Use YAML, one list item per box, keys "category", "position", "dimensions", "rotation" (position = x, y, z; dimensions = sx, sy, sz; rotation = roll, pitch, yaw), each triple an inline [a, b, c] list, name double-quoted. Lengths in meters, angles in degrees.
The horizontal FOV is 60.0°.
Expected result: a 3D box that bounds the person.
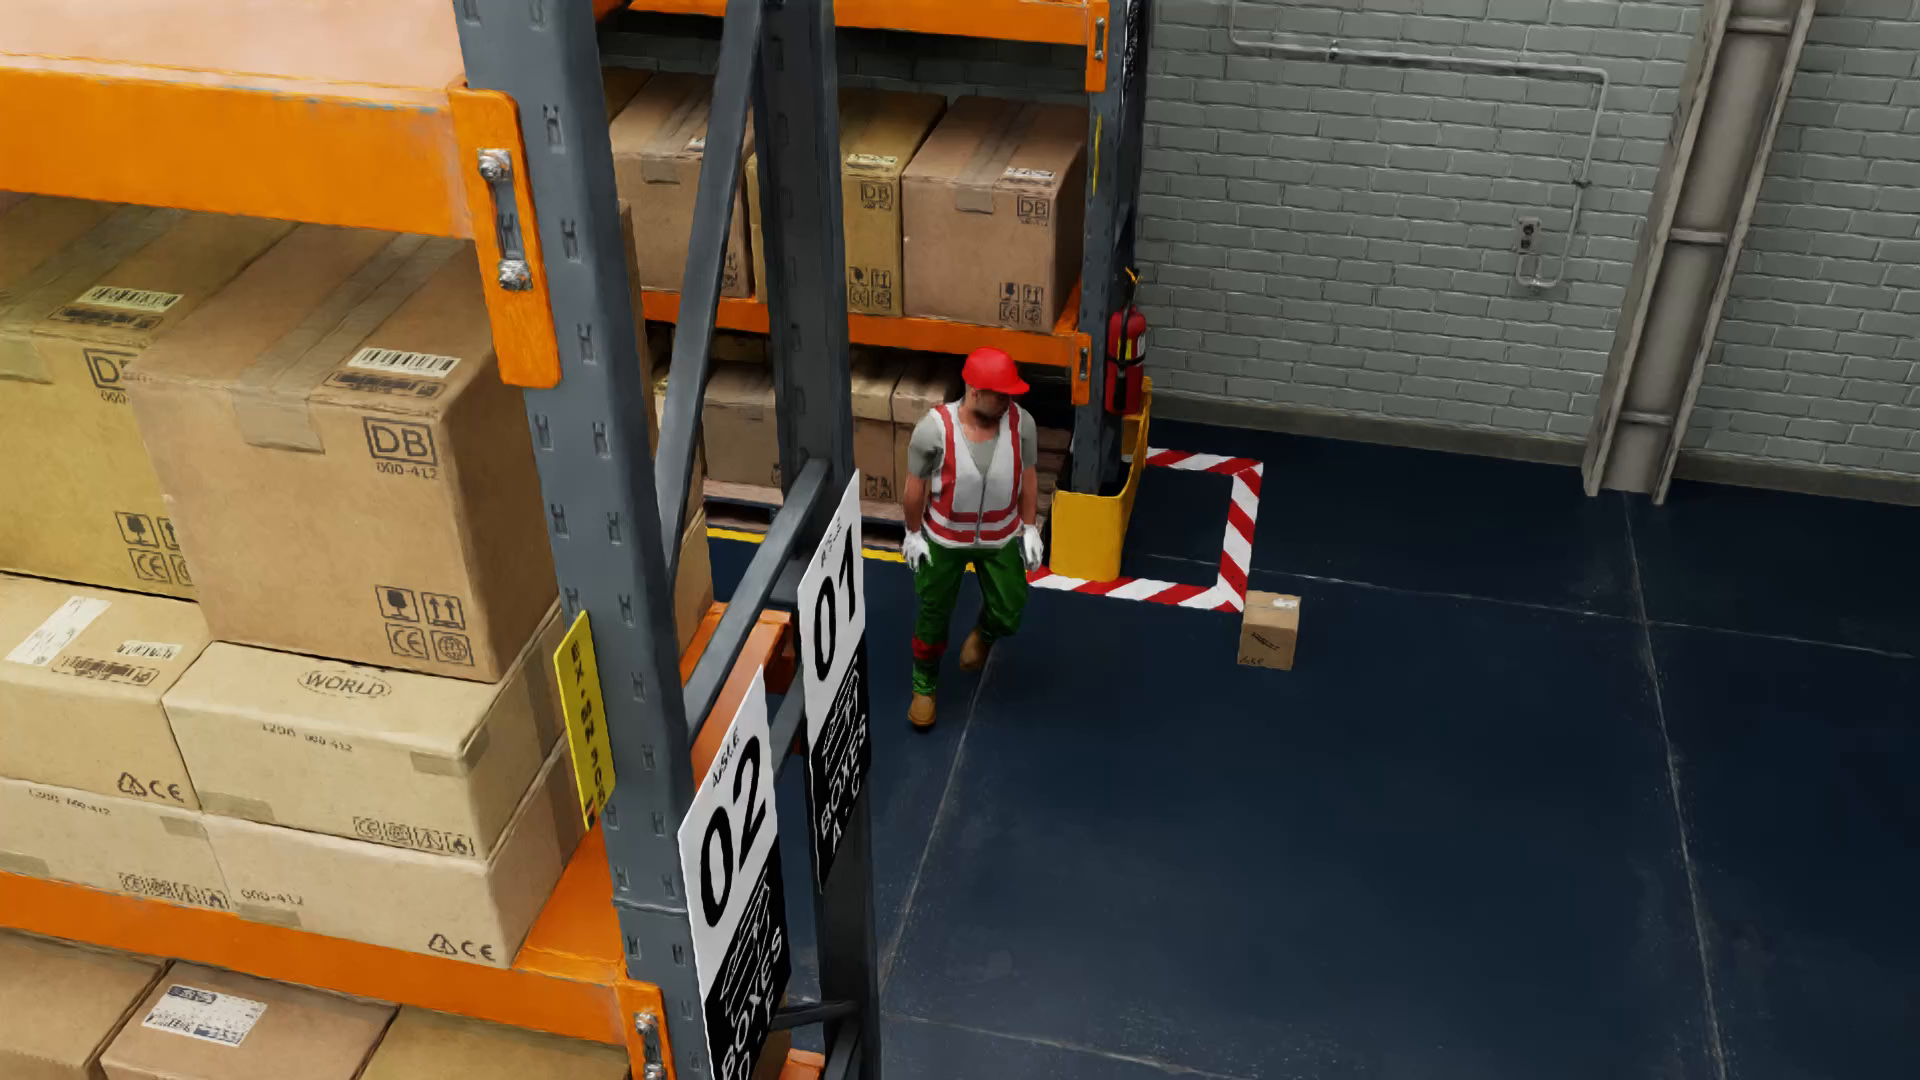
- category: "person"
  position: [0.039, -0.040, 6.996]
  dimensions: [0.607, 1.775, 0.532]
  rotation: [-5, 37, -7]
